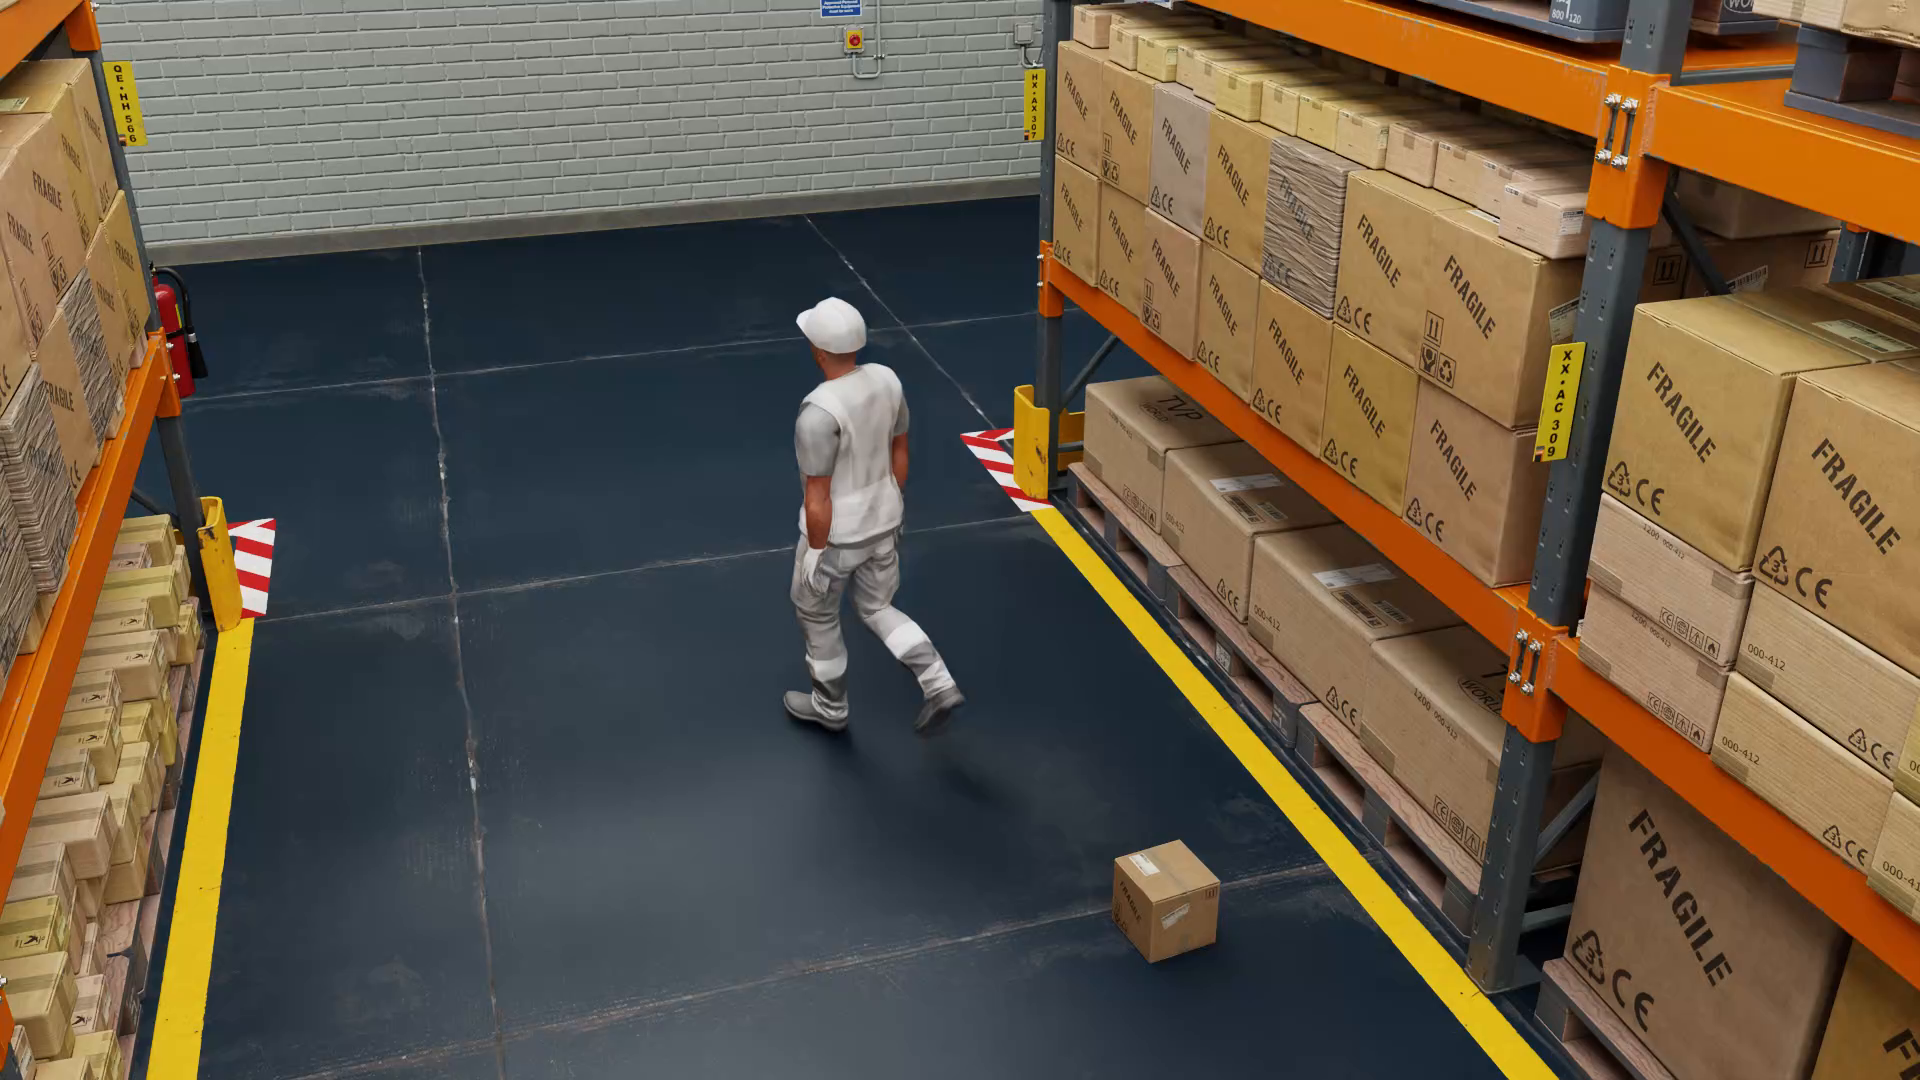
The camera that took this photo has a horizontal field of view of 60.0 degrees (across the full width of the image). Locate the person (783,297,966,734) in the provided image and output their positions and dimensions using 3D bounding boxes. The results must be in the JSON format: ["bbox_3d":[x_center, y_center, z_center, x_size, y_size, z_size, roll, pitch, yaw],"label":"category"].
[{"bbox_3d":[-0.344,-0.030,6.121,0.819,1.771,0.558,20,33,35],"label":"person"}]
